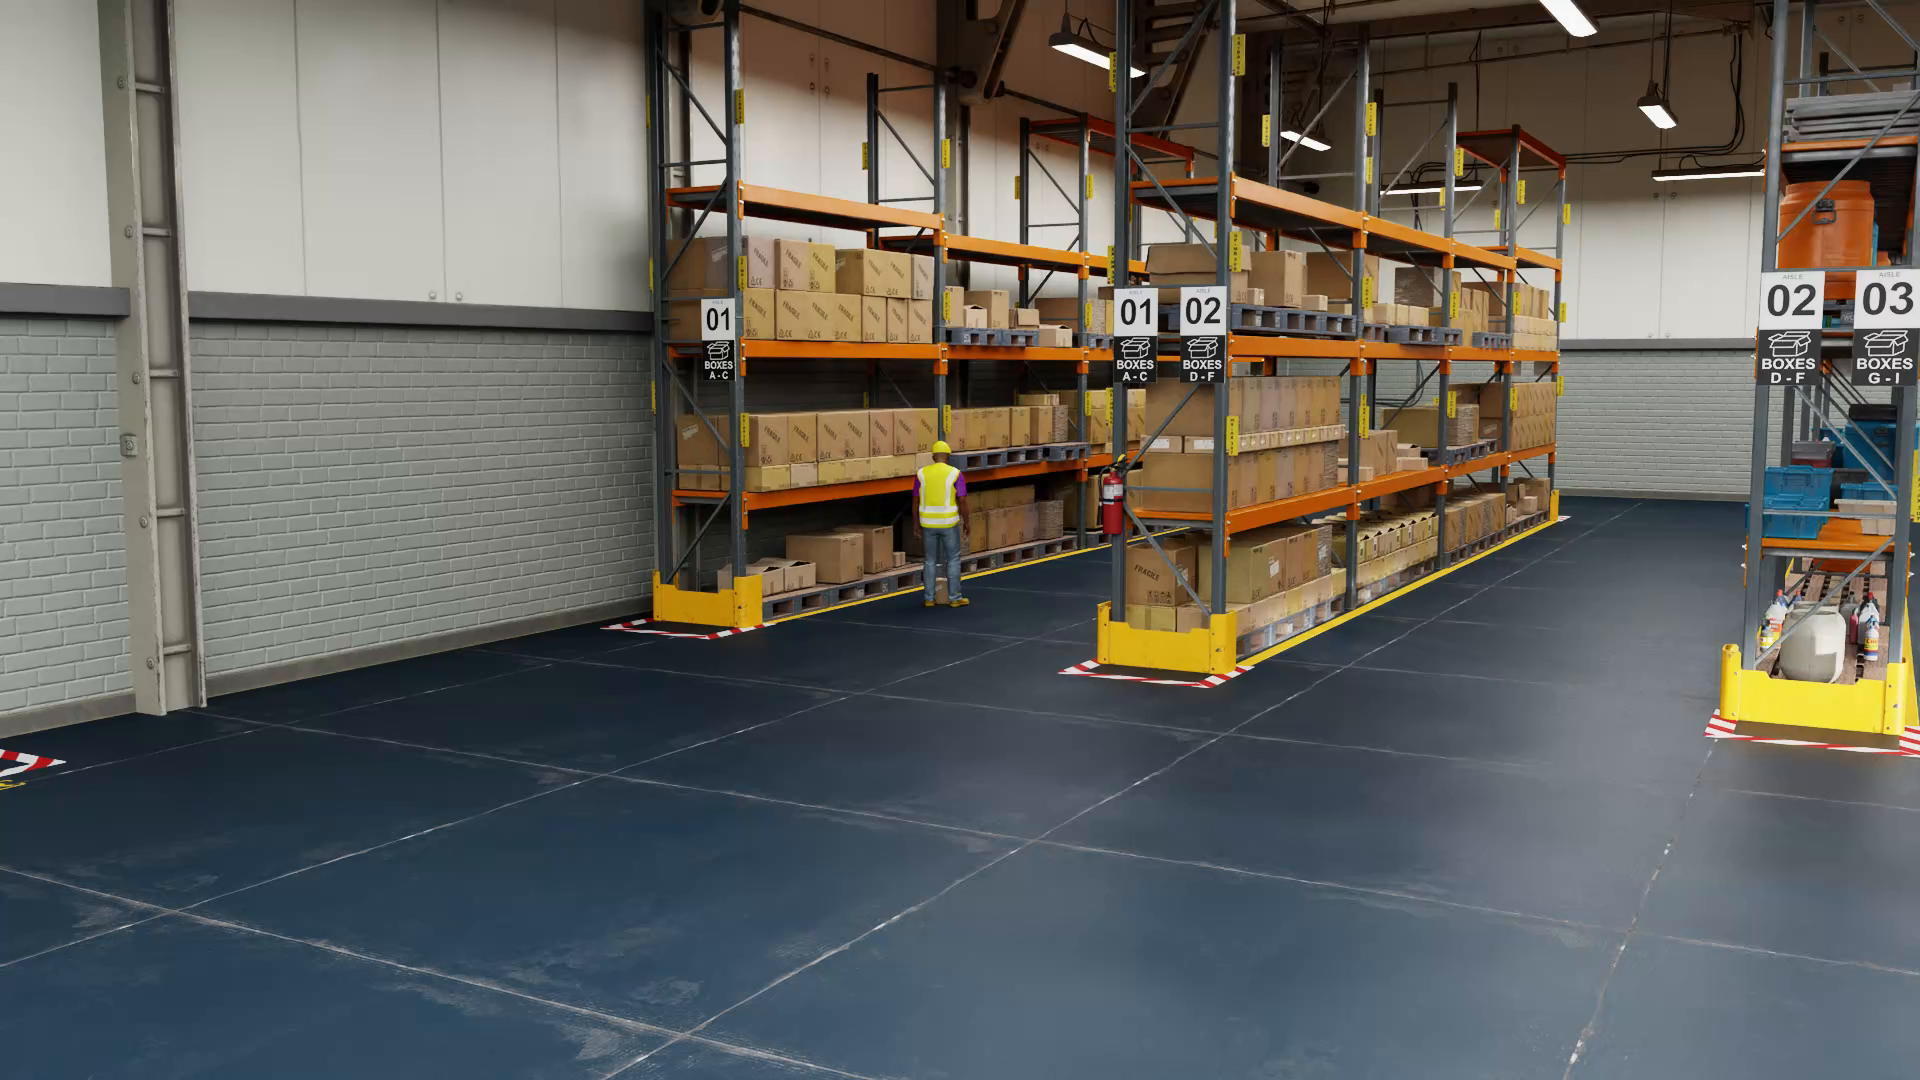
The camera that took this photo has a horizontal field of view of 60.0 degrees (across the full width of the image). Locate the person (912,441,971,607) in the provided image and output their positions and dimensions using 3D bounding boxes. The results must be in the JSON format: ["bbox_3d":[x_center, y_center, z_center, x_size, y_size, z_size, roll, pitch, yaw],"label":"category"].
[{"bbox_3d":[-0.198,-0.175,17.742,0.628,1.761,0.456,2,6,16],"label":"person"}]
